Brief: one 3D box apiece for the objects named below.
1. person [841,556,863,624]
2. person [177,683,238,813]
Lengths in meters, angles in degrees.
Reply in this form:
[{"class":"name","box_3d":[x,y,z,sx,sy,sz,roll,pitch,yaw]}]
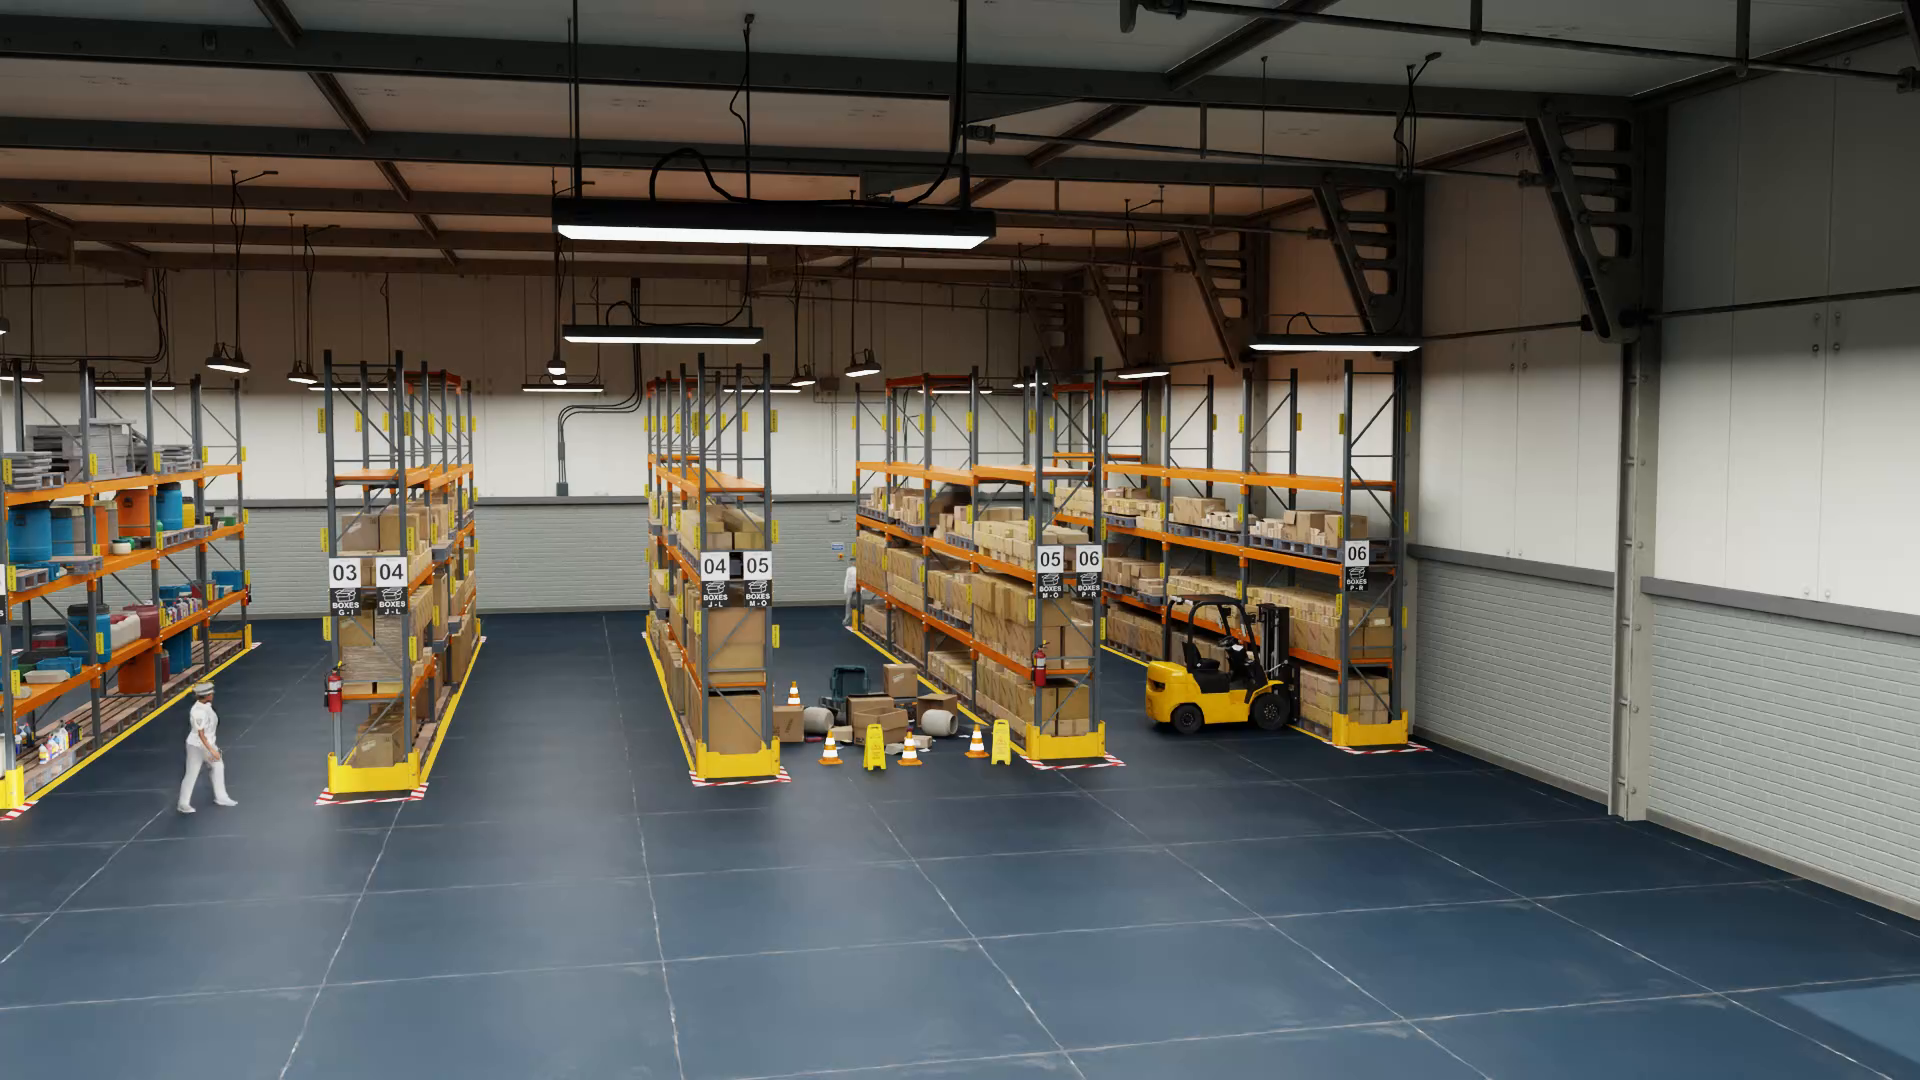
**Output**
[{"class":"person","box_3d":[-2.688,1.249,41.783,0.550,1.681,0.740,2,4,22]},{"class":"person","box_3d":[-9.818,2.686,21.615,0.601,1.683,0.624,0,4,0]}]
